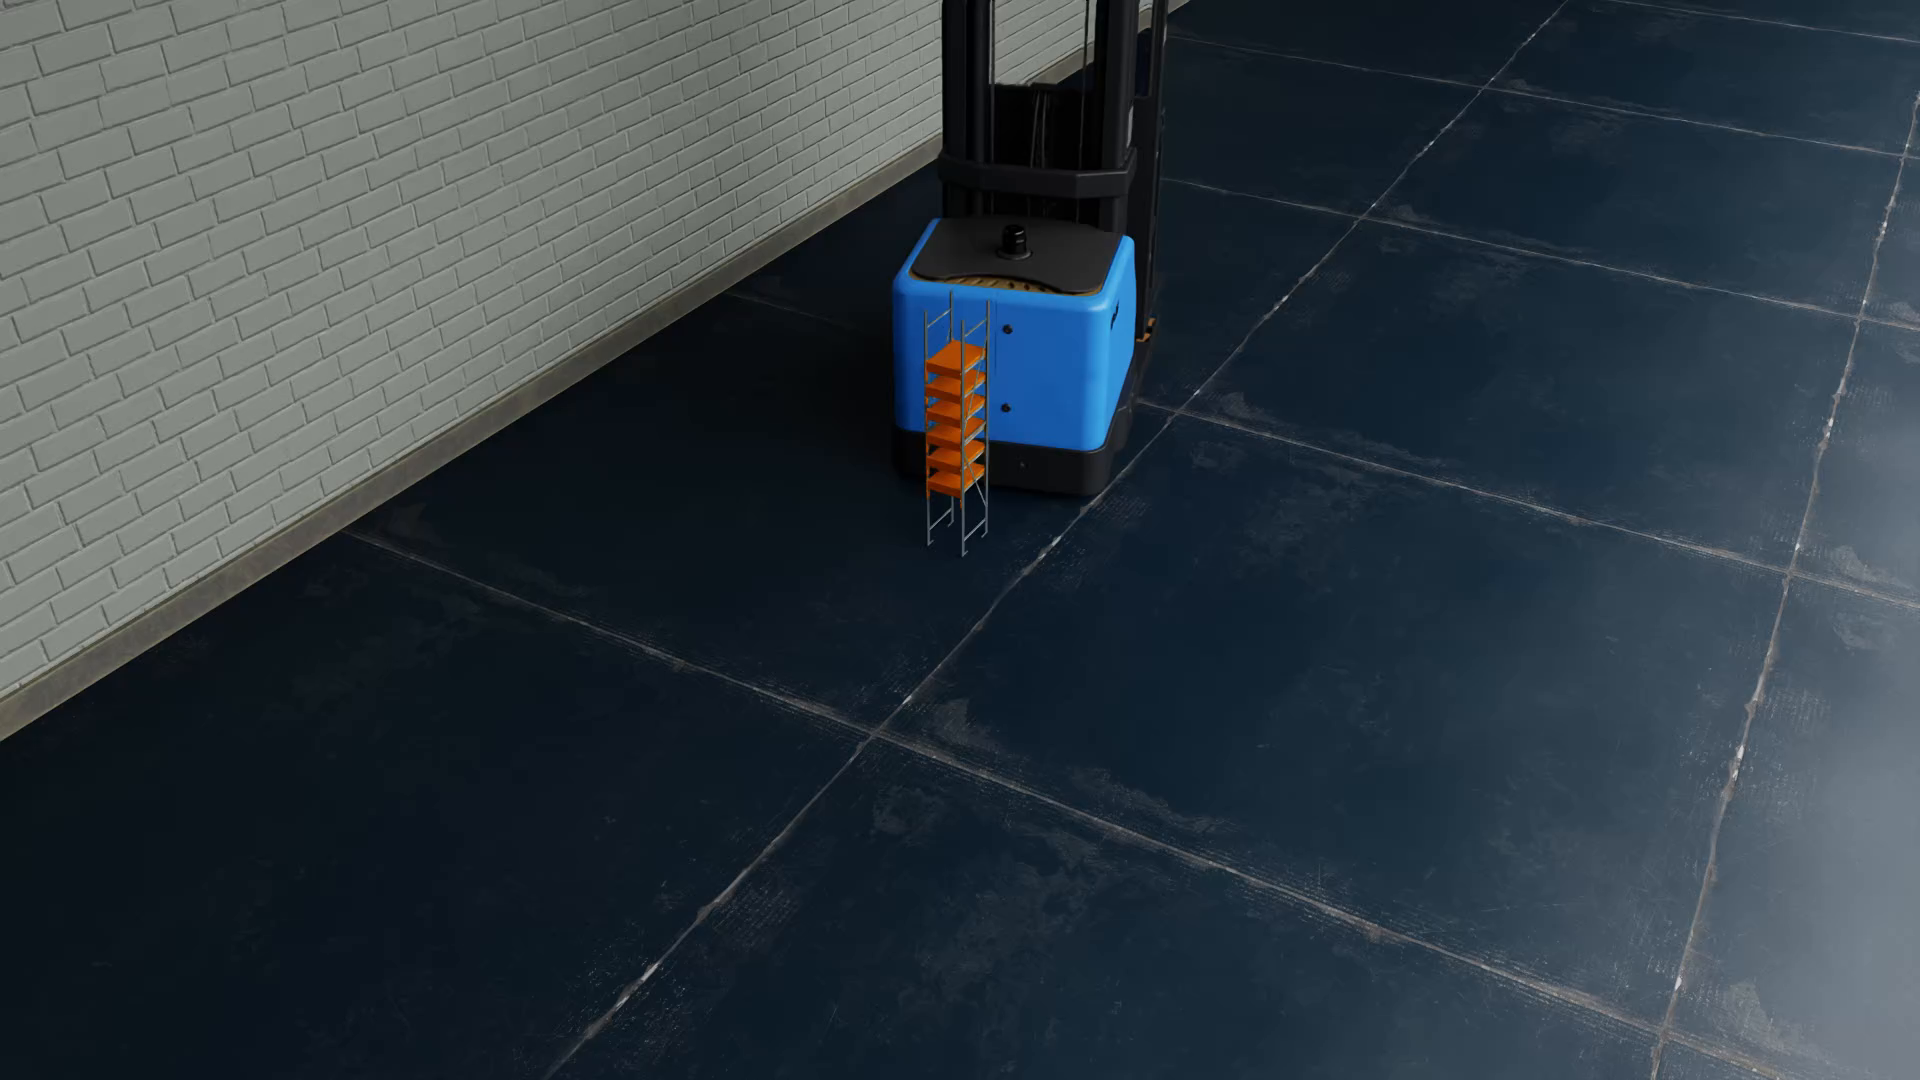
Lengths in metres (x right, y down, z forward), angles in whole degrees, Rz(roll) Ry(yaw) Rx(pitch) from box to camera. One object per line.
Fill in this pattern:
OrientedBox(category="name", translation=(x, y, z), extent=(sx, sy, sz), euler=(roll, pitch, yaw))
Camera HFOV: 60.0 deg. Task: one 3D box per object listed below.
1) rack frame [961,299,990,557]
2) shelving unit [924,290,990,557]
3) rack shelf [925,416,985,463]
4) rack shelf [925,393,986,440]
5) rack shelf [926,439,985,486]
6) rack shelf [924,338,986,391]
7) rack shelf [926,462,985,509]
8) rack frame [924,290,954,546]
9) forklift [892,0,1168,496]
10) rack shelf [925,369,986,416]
OrientedBox(category="rack frame", translation=(0.067, -0.478, 7.386), extent=(0.006, 1.200, 0.240), euler=(18, 37, 24))
OrientedBox(category="shelving unit", translation=(-0.013, -0.503, 7.423), extent=(0.189, 1.200, 0.258), euler=(18, 37, 24))
OrientedBox(category="rack shelf", translation=(-0.013, -0.466, 7.448), extent=(0.180, 0.103, 0.258), euler=(18, 37, 24))
OrientedBox(category="rack shelf", translation=(-0.013, -0.566, 7.382), extent=(0.180, 0.103, 0.258), euler=(18, 37, 24))
OrientedBox(category="rack shelf", translation=(-0.013, -0.367, 7.515), extent=(0.180, 0.103, 0.258), euler=(18, 37, 24))
OrientedBox(category="rack shelf", translation=(-0.013, -0.766, 7.249), extent=(0.180, 0.103, 0.258), euler=(18, 37, 24))
OrientedBox(category="rack shelf", translation=(-0.013, -0.267, 7.581), extent=(0.180, 0.103, 0.258), euler=(18, 37, 24))
OrientedBox(category="rack frame", translation=(-0.092, -0.529, 7.461), extent=(0.006, 1.200, 0.240), euler=(18, 37, 24))
OrientedBox(category="forklift", translation=(0.508, -2.243, 8.474), extent=(1.130, 2.935, 3.031), euler=(7, 34, 11))
OrientedBox(category="rack shelf", translation=(-0.013, -0.666, 7.315), extent=(0.180, 0.103, 0.258), euler=(18, 37, 24))
